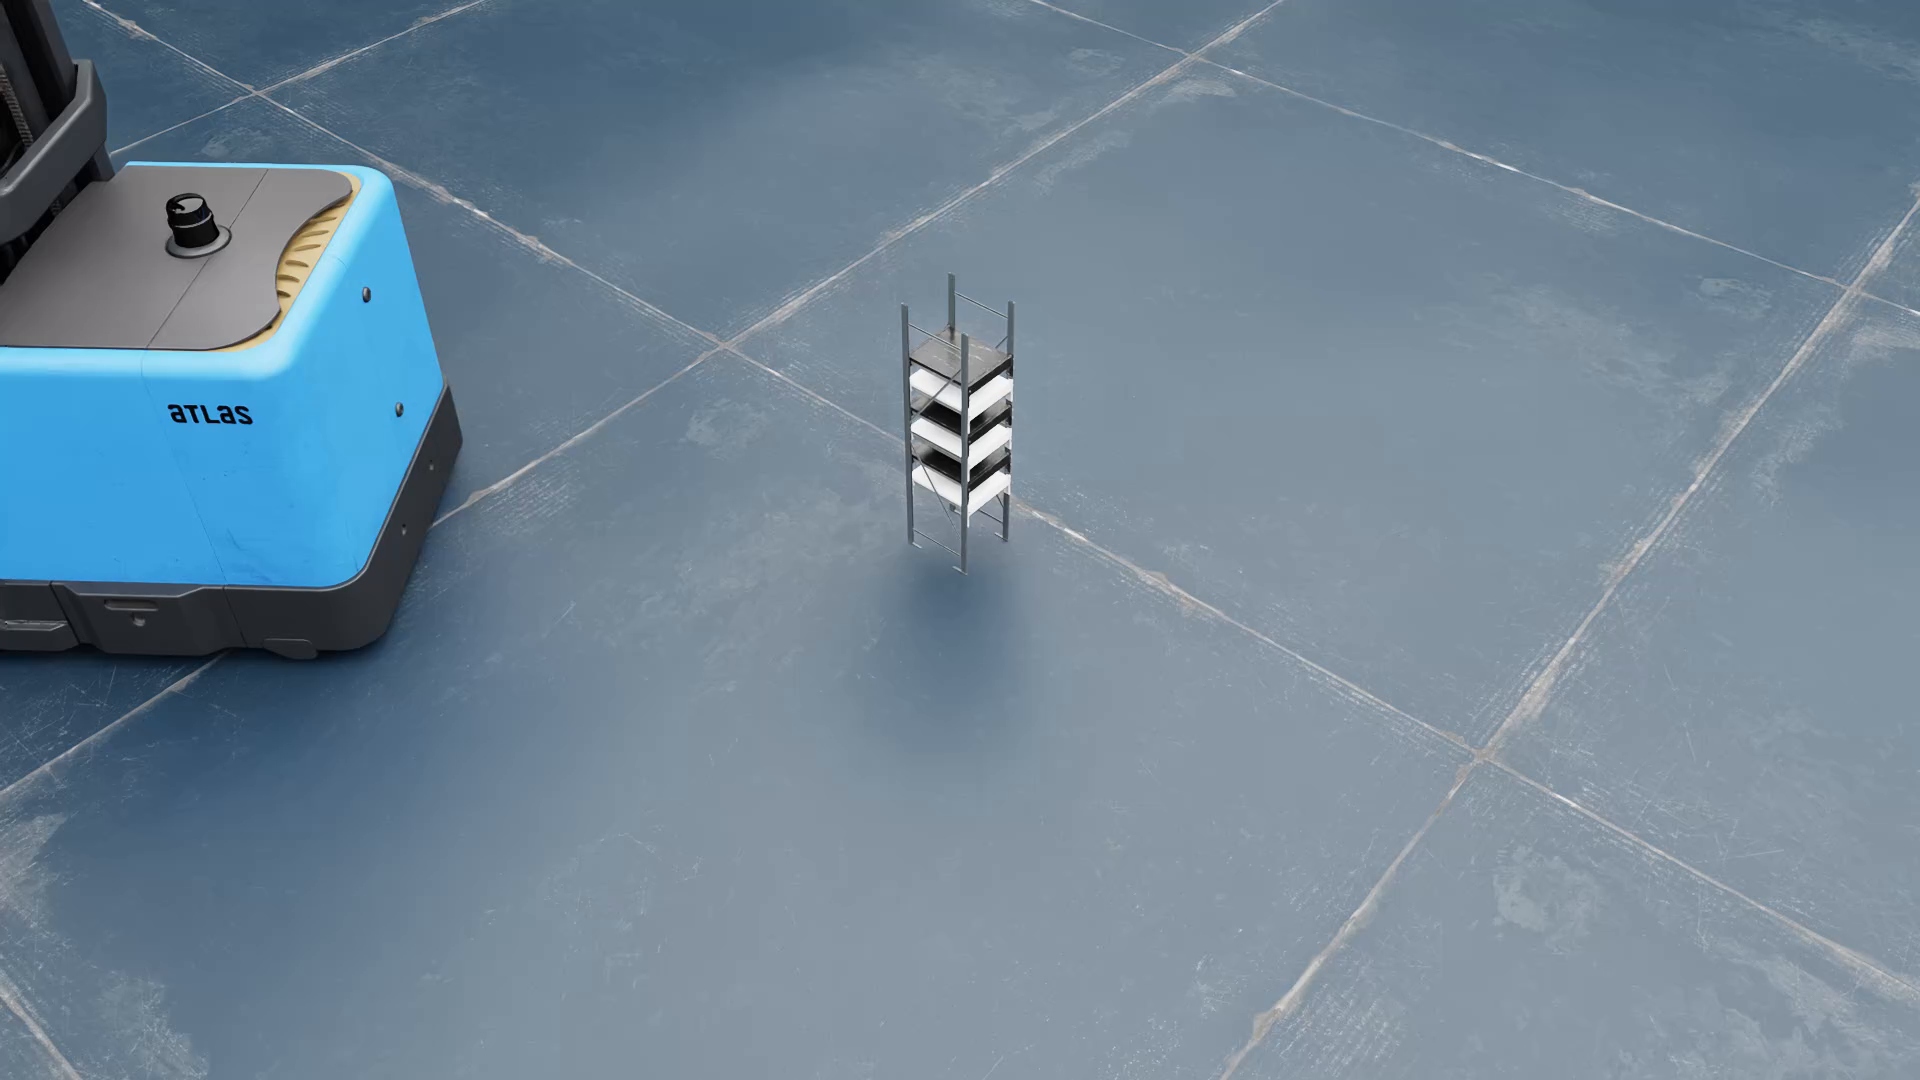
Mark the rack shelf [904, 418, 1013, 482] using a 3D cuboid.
[{"bbox_3d":[-0.005,-0.304,4.965,0.258,0.077,0.200,29,50,28],"label":"rack shelf"}]

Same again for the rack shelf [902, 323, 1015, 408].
[{"bbox_3d":[-0.005,-0.504,4.783,0.258,0.077,0.200,29,50,28],"label":"rack shelf"}]

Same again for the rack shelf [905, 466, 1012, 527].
[{"bbox_3d":[-0.005,-0.171,5.086,0.258,0.077,0.200,29,50,28],"label":"rack shelf"}]

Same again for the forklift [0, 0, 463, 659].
[{"bbox_3d":[-3.172,-1.100,4.281,3.031,2.935,1.130,1,42,2],"label":"forklift"}]

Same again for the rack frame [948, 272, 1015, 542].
[{"bbox_3d":[0.060,-0.381,5.000,0.240,0.900,0.006,29,50,28],"label":"rack frame"}]

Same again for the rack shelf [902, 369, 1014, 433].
[{"bbox_3d":[-0.005,-0.437,4.844,0.258,0.077,0.200,29,50,28],"label":"rack shelf"}]

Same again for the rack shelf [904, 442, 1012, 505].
[{"bbox_3d":[-0.005,-0.238,5.026,0.258,0.077,0.200,29,50,28],"label":"rack shelf"}]

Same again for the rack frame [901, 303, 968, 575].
[{"bbox_3d":[-0.071,-0.276,4.885,0.240,0.900,0.006,29,50,28],"label":"rack frame"}]

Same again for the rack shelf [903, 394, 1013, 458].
[{"bbox_3d":[-0.005,-0.371,4.905,0.258,0.077,0.200,29,50,28],"label":"rack shelf"}]

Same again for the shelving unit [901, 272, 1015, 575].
[{"bbox_3d":[-0.005,-0.329,4.943,0.258,0.900,0.210,29,50,28],"label":"shelving unit"}]
